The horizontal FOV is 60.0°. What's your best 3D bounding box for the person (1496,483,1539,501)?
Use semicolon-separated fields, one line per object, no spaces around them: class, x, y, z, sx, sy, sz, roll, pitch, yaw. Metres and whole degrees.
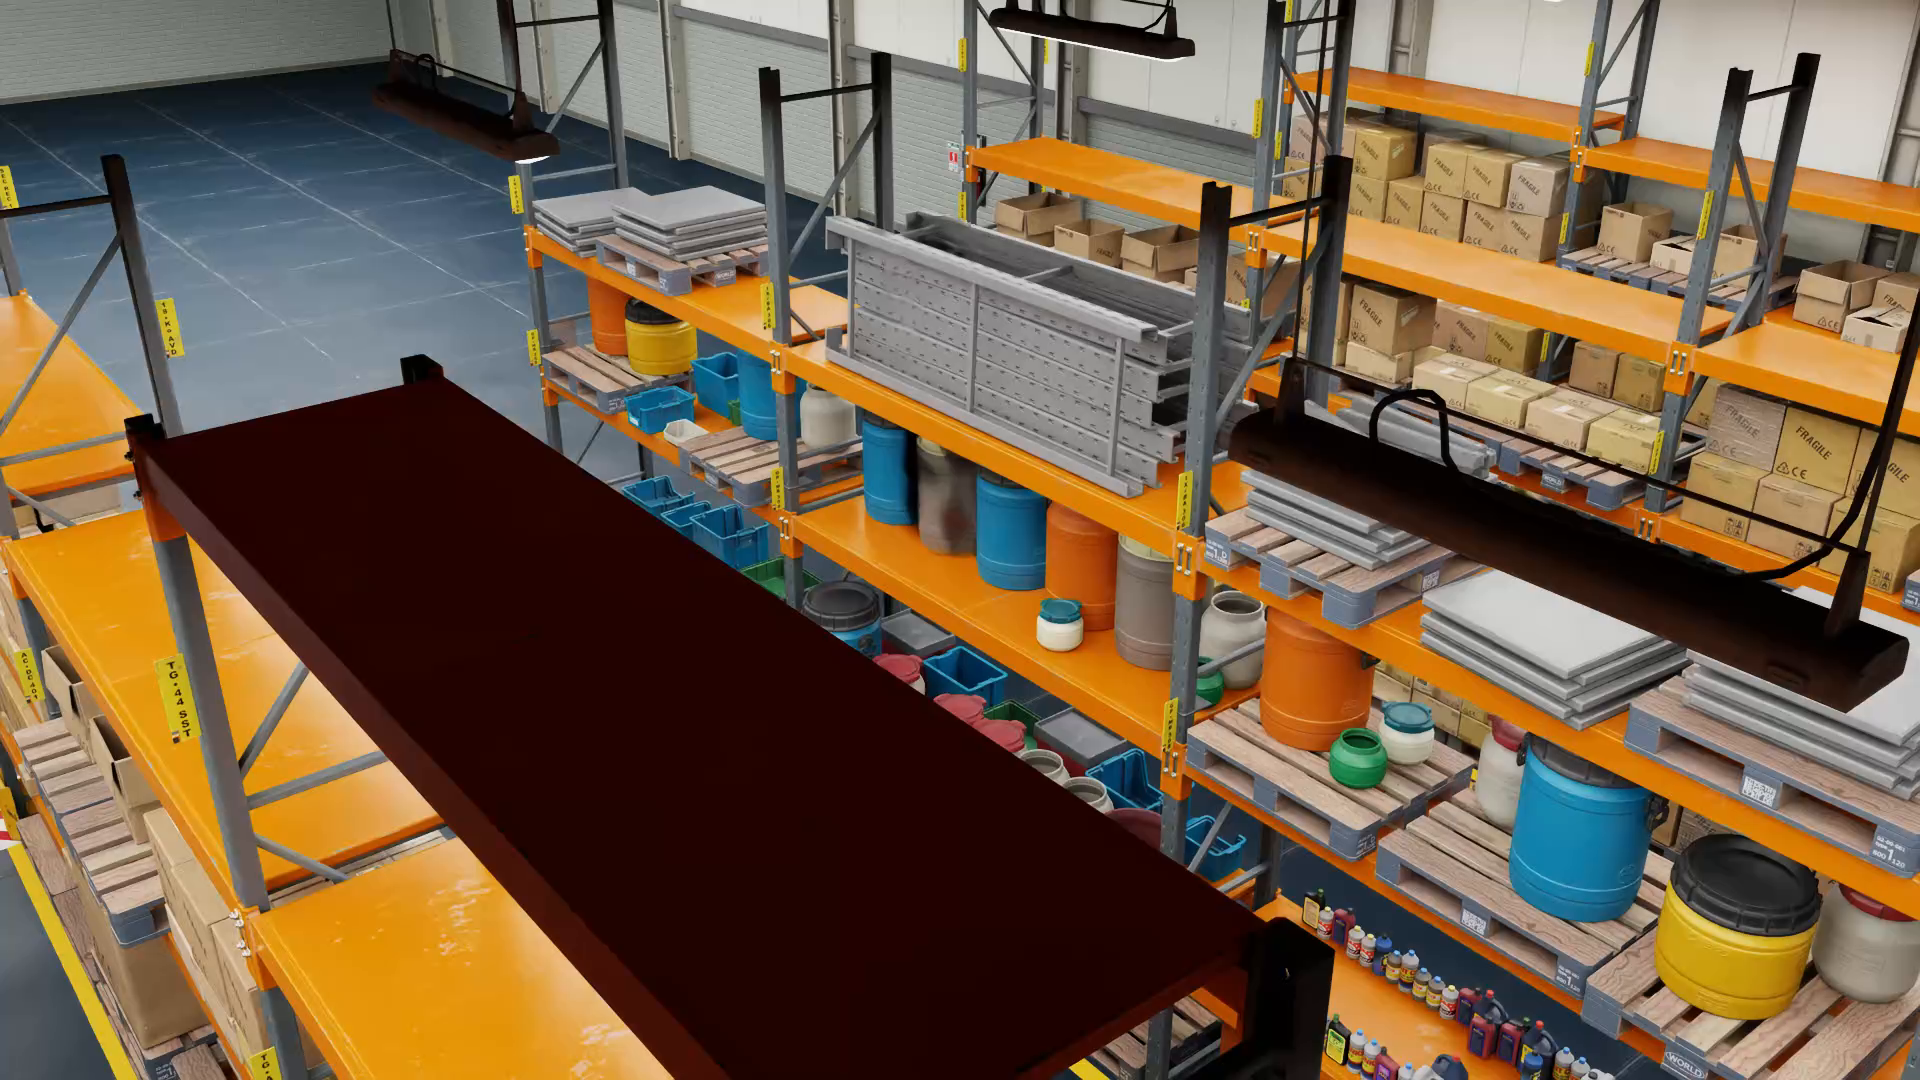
person;5.607;-0.102;16.544;0.524;1.713;0.839;-21;33;-36
